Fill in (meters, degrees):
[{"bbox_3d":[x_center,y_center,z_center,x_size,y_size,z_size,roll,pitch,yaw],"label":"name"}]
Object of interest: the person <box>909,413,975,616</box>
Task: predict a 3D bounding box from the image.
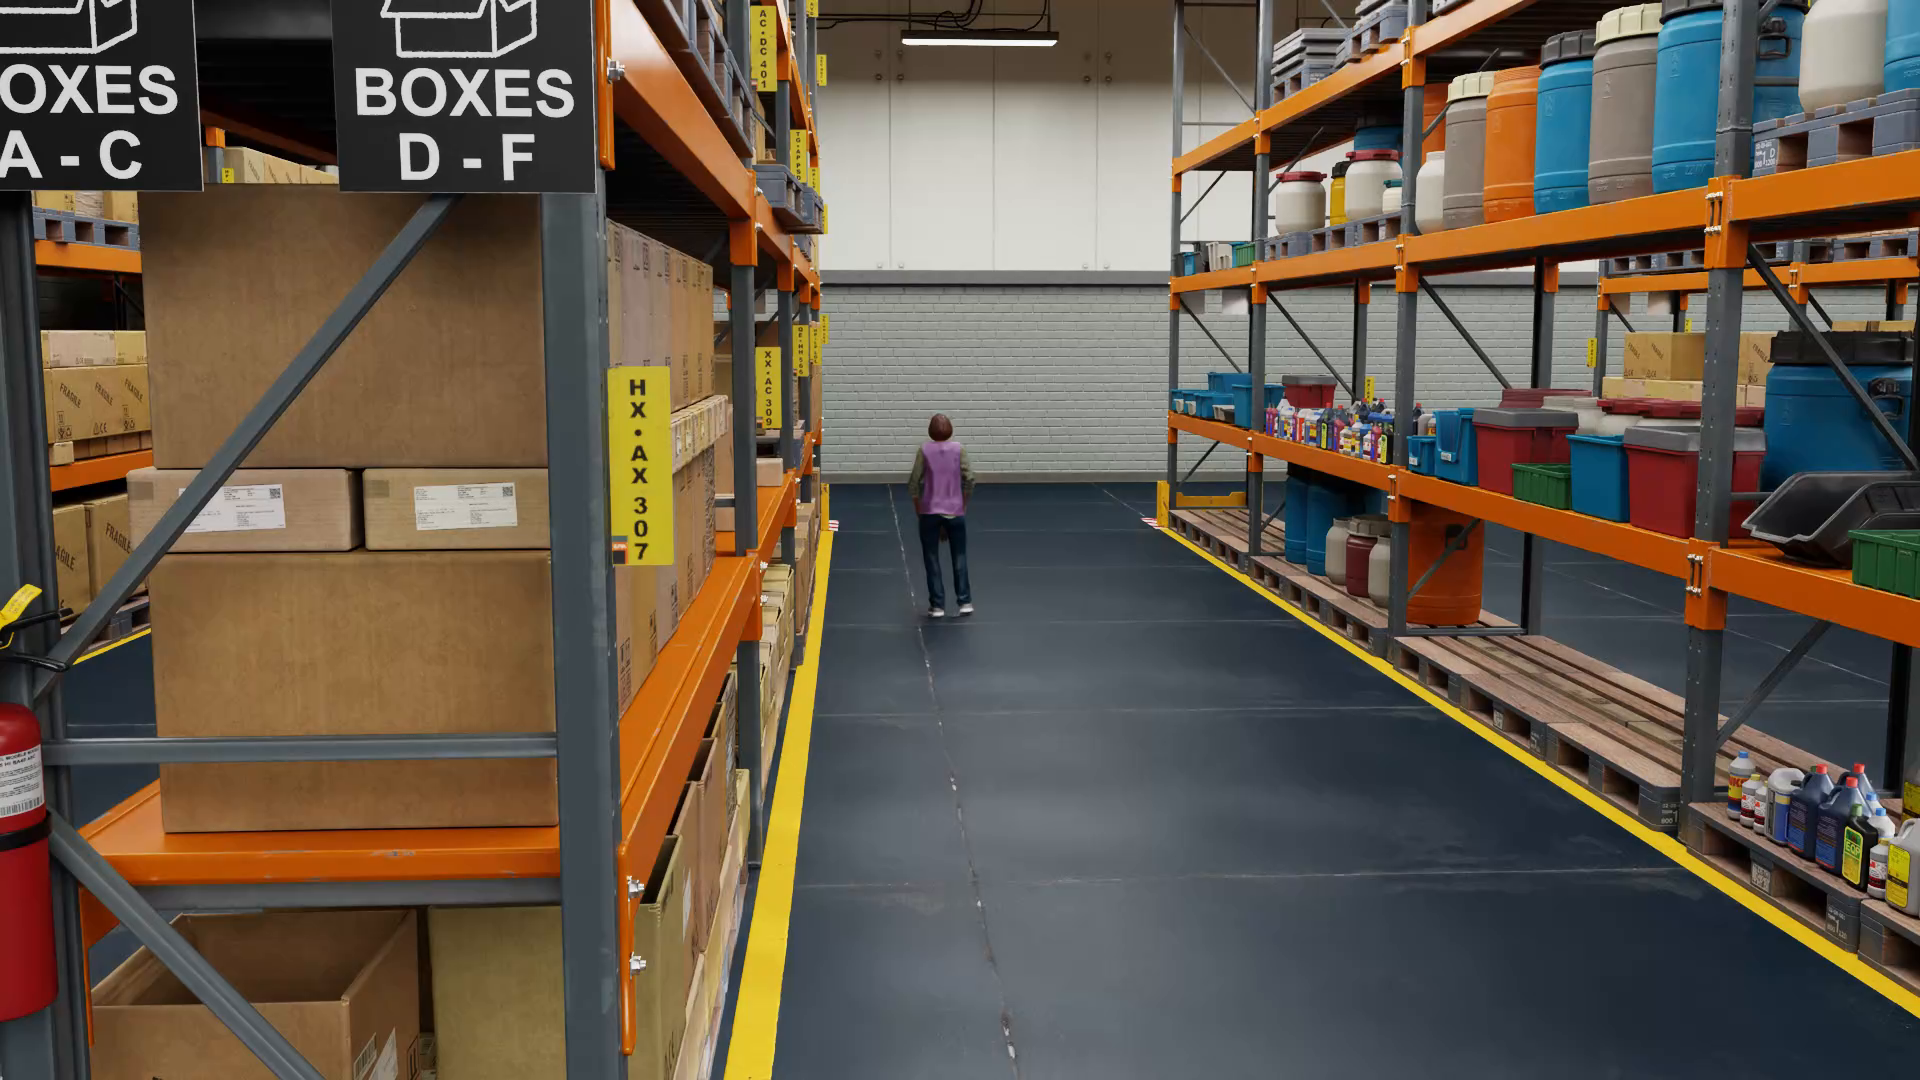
[{"bbox_3d":[-0.142,-0.201,13.001,0.513,1.574,0.429,-1,7,-6],"label":"person"}]
